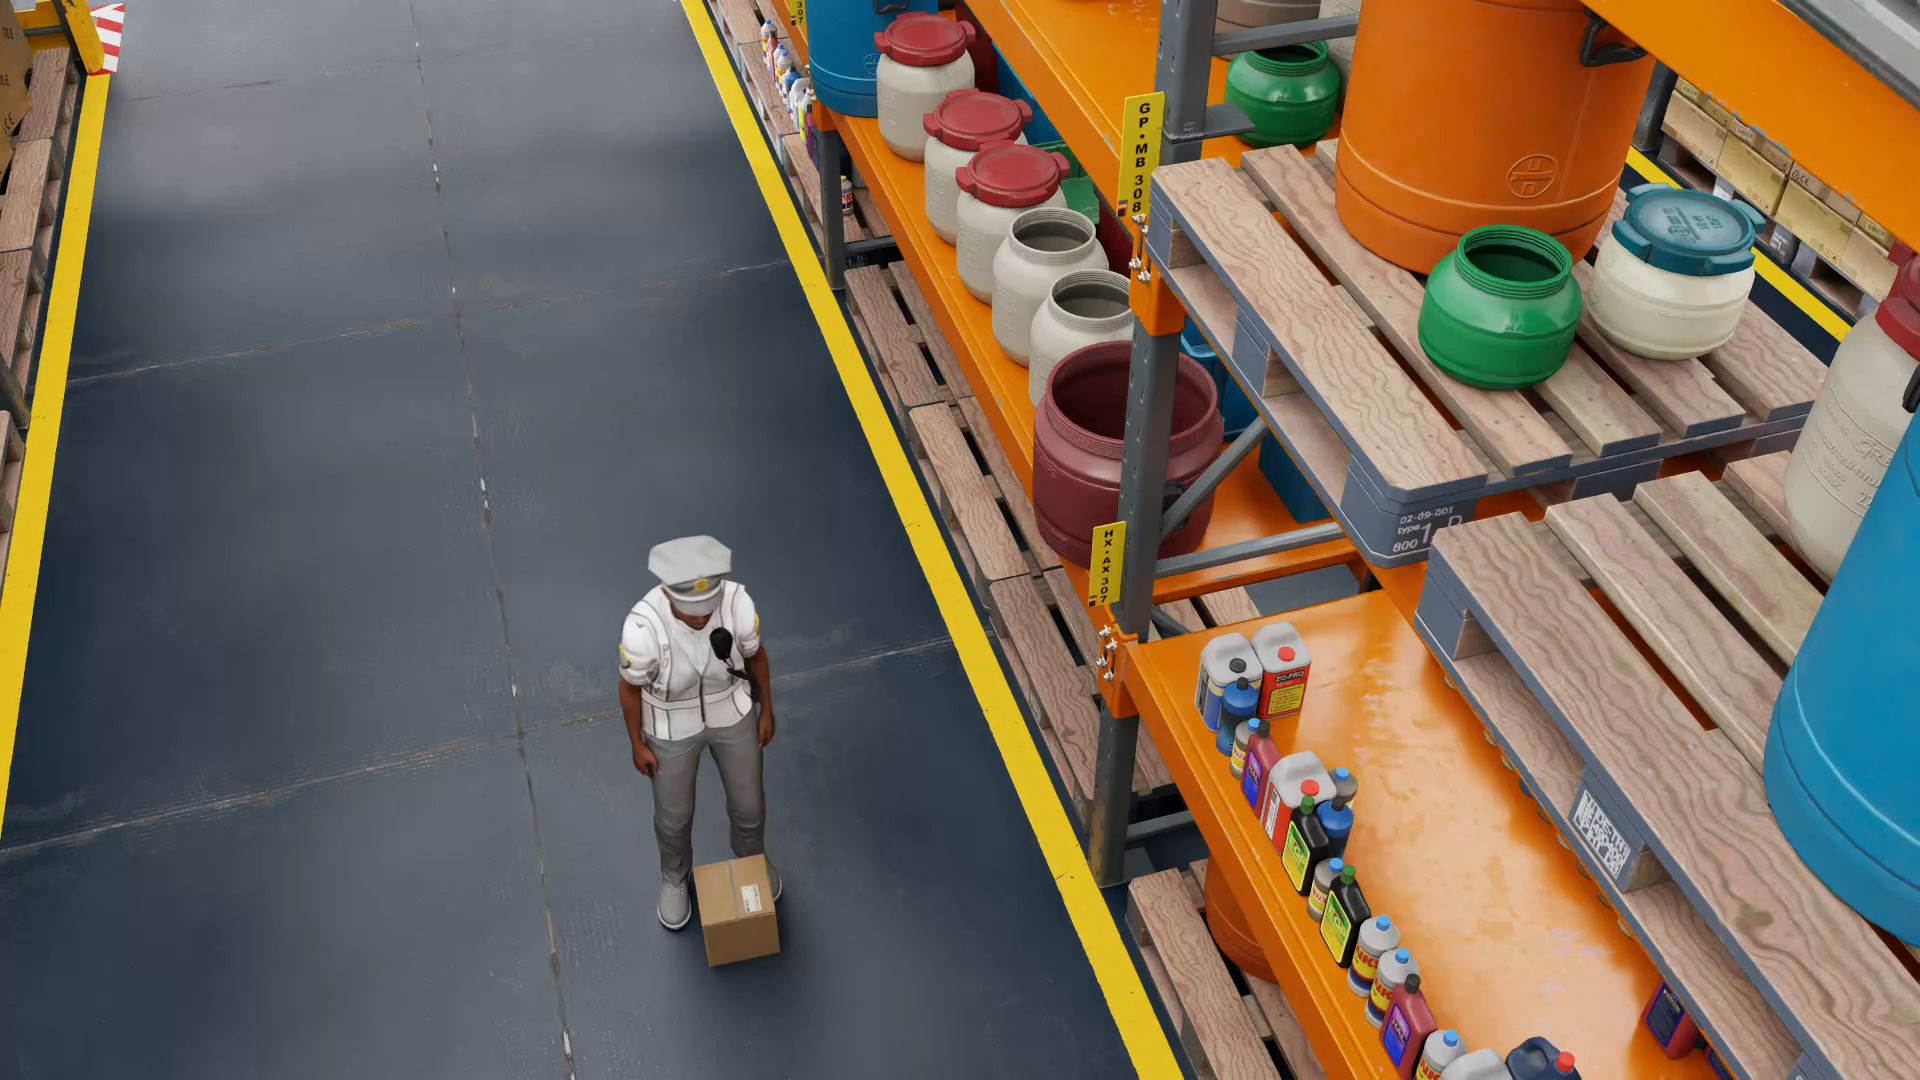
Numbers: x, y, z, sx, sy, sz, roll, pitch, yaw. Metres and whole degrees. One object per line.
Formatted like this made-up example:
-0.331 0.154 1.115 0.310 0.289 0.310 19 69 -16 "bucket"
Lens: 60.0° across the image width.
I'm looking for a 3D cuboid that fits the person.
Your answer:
-0.859 0.619 5.487 0.521 1.657 0.395 -14 44 -15 "person"
